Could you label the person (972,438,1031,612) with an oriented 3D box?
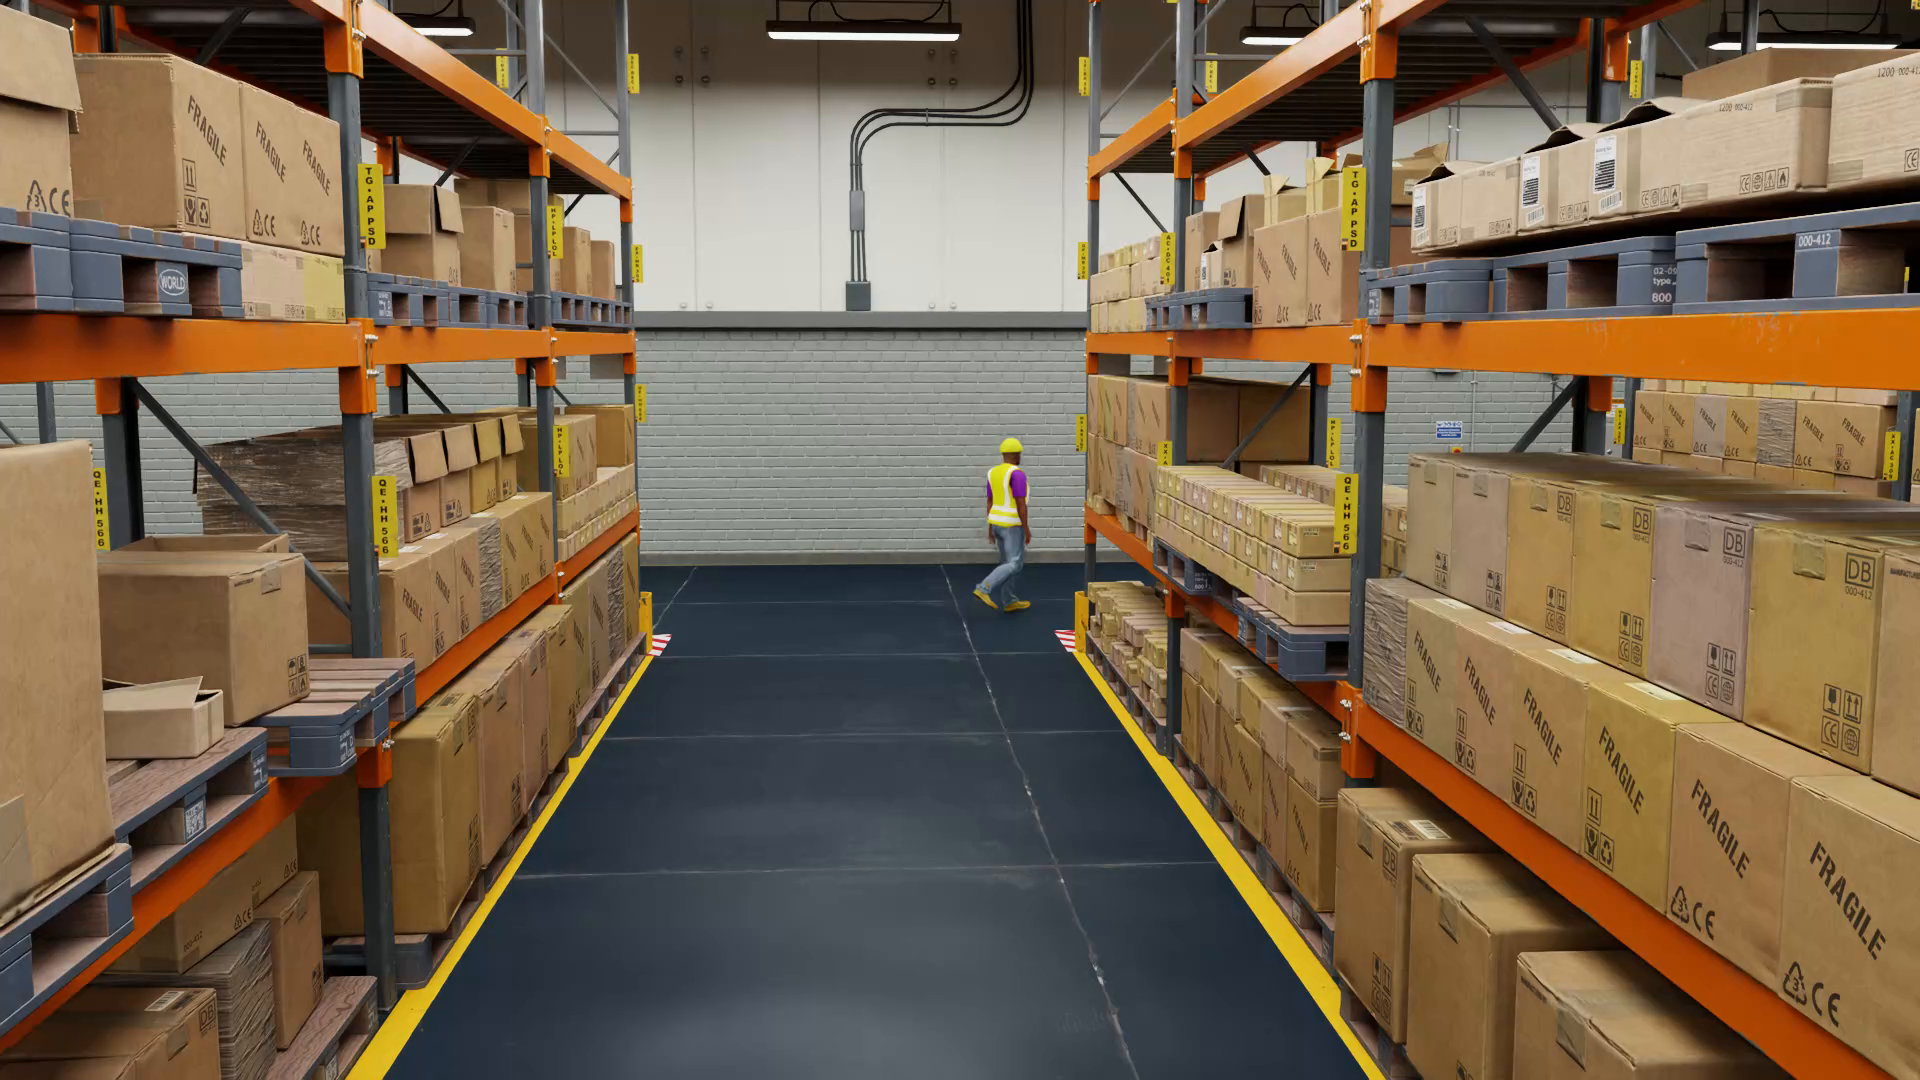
[{"bbox_3d":[0.421,-0.133,16.648,0.804,1.760,0.593,-4,8,-30],"label":"person"}]
